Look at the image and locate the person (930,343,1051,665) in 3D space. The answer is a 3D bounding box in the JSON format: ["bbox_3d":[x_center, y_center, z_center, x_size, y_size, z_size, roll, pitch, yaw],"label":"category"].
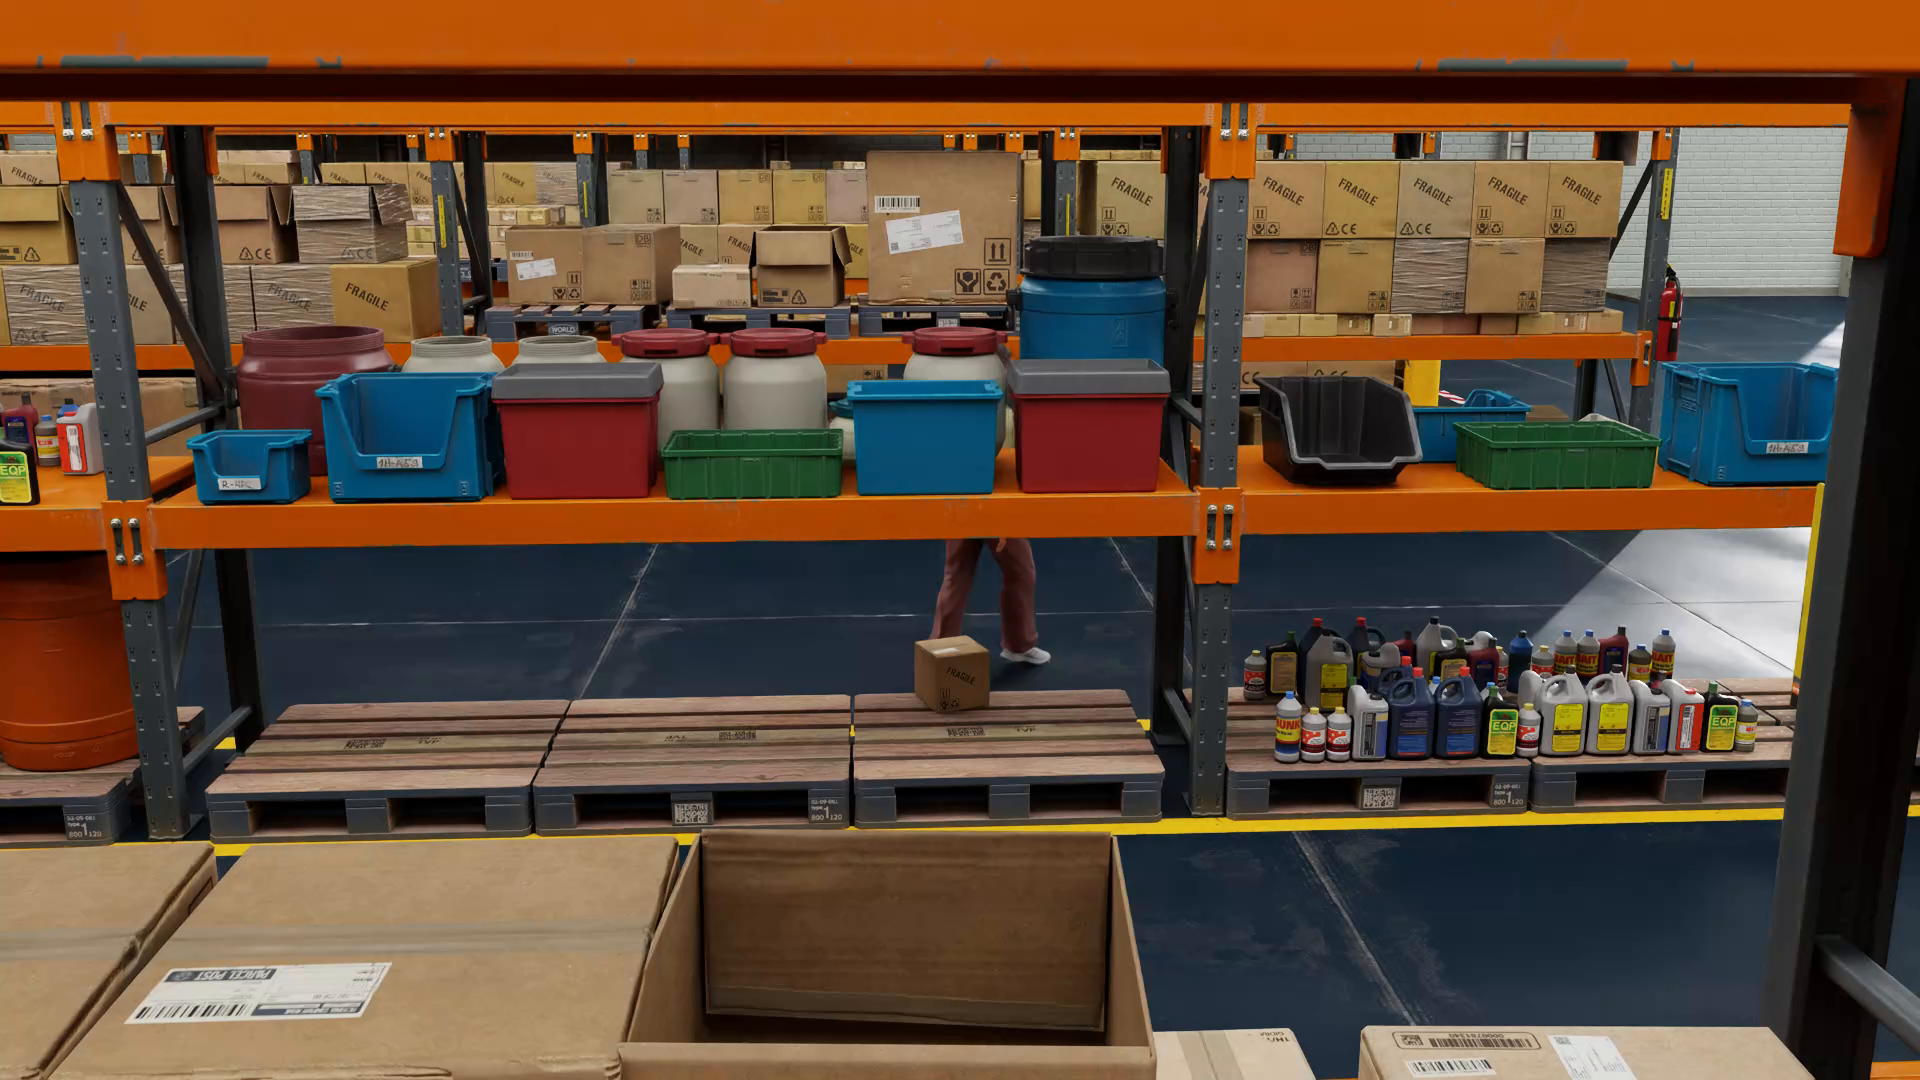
[{"bbox_3d":[0.145,-0.139,8.079,0.511,1.674,0.793,11,18,39],"label":"person"}]
